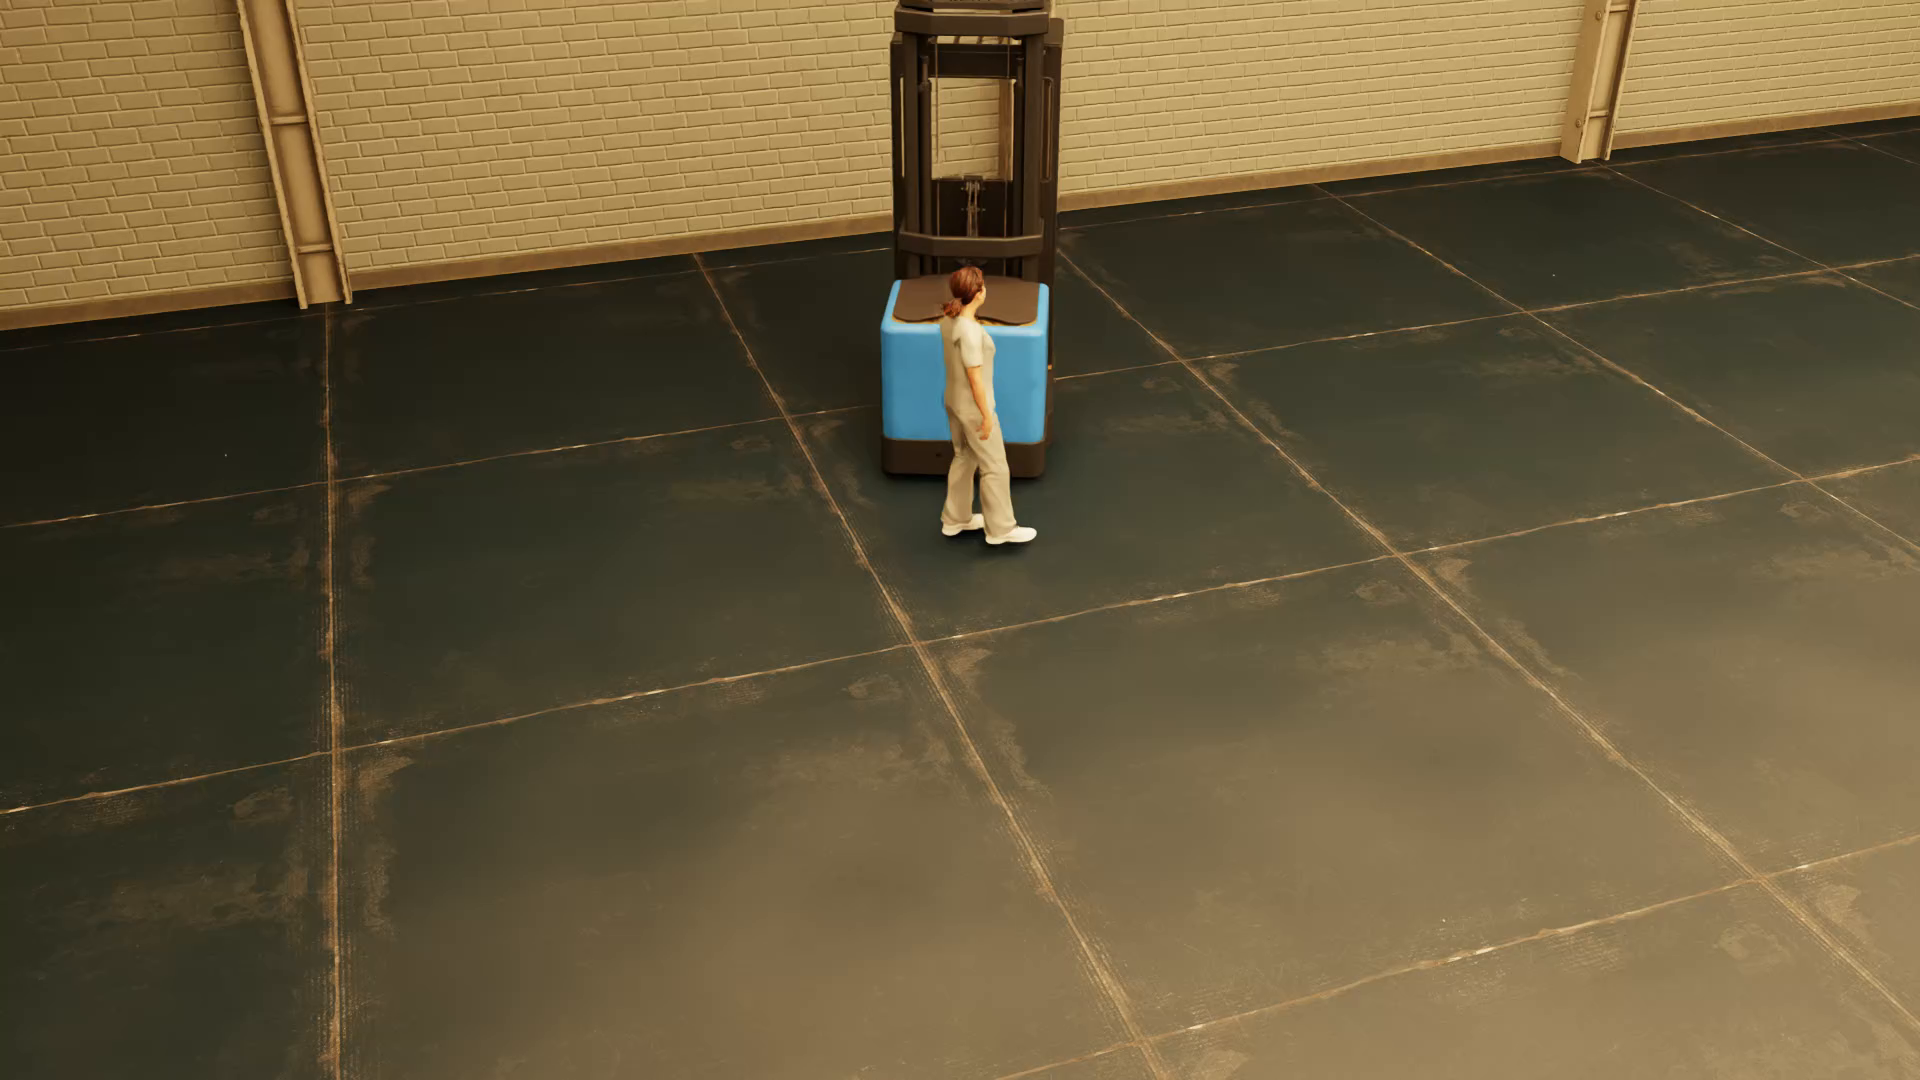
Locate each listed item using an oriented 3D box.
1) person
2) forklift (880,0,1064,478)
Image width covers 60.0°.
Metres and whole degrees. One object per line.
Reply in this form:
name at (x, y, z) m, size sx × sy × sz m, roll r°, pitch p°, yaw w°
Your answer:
person at (0.129, -0.798, 9.670) m, size 0.512 × 1.661 × 0.574 m, roll -11°, pitch 32°, yaw -19°
forklift at (0.118, -2.373, 11.211) m, size 1.130 × 2.935 × 3.031 m, roll 2°, pitch 30°, yaw 3°
